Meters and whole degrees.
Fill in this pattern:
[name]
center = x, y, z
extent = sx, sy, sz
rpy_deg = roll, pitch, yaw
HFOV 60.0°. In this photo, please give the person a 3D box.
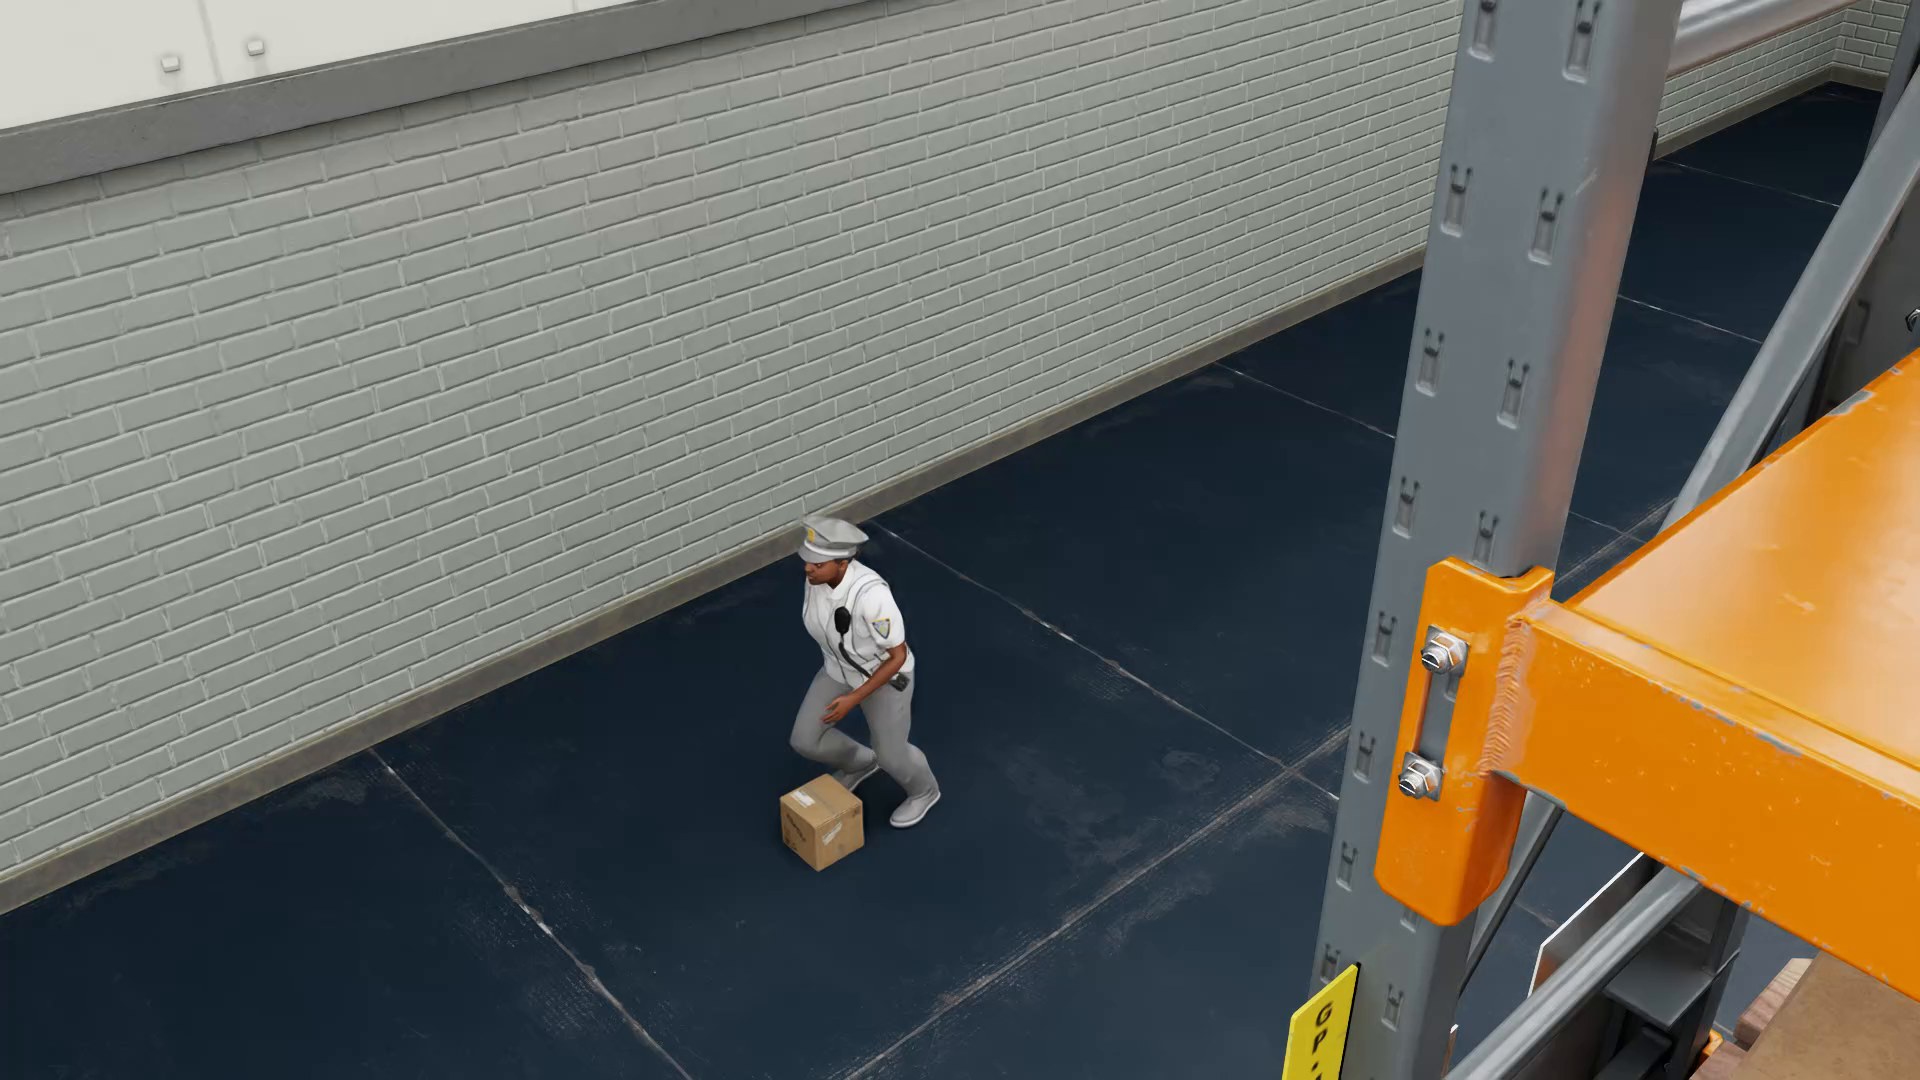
[person]
center = -0.412, 0.542, 6.813
extent = 0.601, 1.605, 0.663
rpy_deg = 26, 40, 35
